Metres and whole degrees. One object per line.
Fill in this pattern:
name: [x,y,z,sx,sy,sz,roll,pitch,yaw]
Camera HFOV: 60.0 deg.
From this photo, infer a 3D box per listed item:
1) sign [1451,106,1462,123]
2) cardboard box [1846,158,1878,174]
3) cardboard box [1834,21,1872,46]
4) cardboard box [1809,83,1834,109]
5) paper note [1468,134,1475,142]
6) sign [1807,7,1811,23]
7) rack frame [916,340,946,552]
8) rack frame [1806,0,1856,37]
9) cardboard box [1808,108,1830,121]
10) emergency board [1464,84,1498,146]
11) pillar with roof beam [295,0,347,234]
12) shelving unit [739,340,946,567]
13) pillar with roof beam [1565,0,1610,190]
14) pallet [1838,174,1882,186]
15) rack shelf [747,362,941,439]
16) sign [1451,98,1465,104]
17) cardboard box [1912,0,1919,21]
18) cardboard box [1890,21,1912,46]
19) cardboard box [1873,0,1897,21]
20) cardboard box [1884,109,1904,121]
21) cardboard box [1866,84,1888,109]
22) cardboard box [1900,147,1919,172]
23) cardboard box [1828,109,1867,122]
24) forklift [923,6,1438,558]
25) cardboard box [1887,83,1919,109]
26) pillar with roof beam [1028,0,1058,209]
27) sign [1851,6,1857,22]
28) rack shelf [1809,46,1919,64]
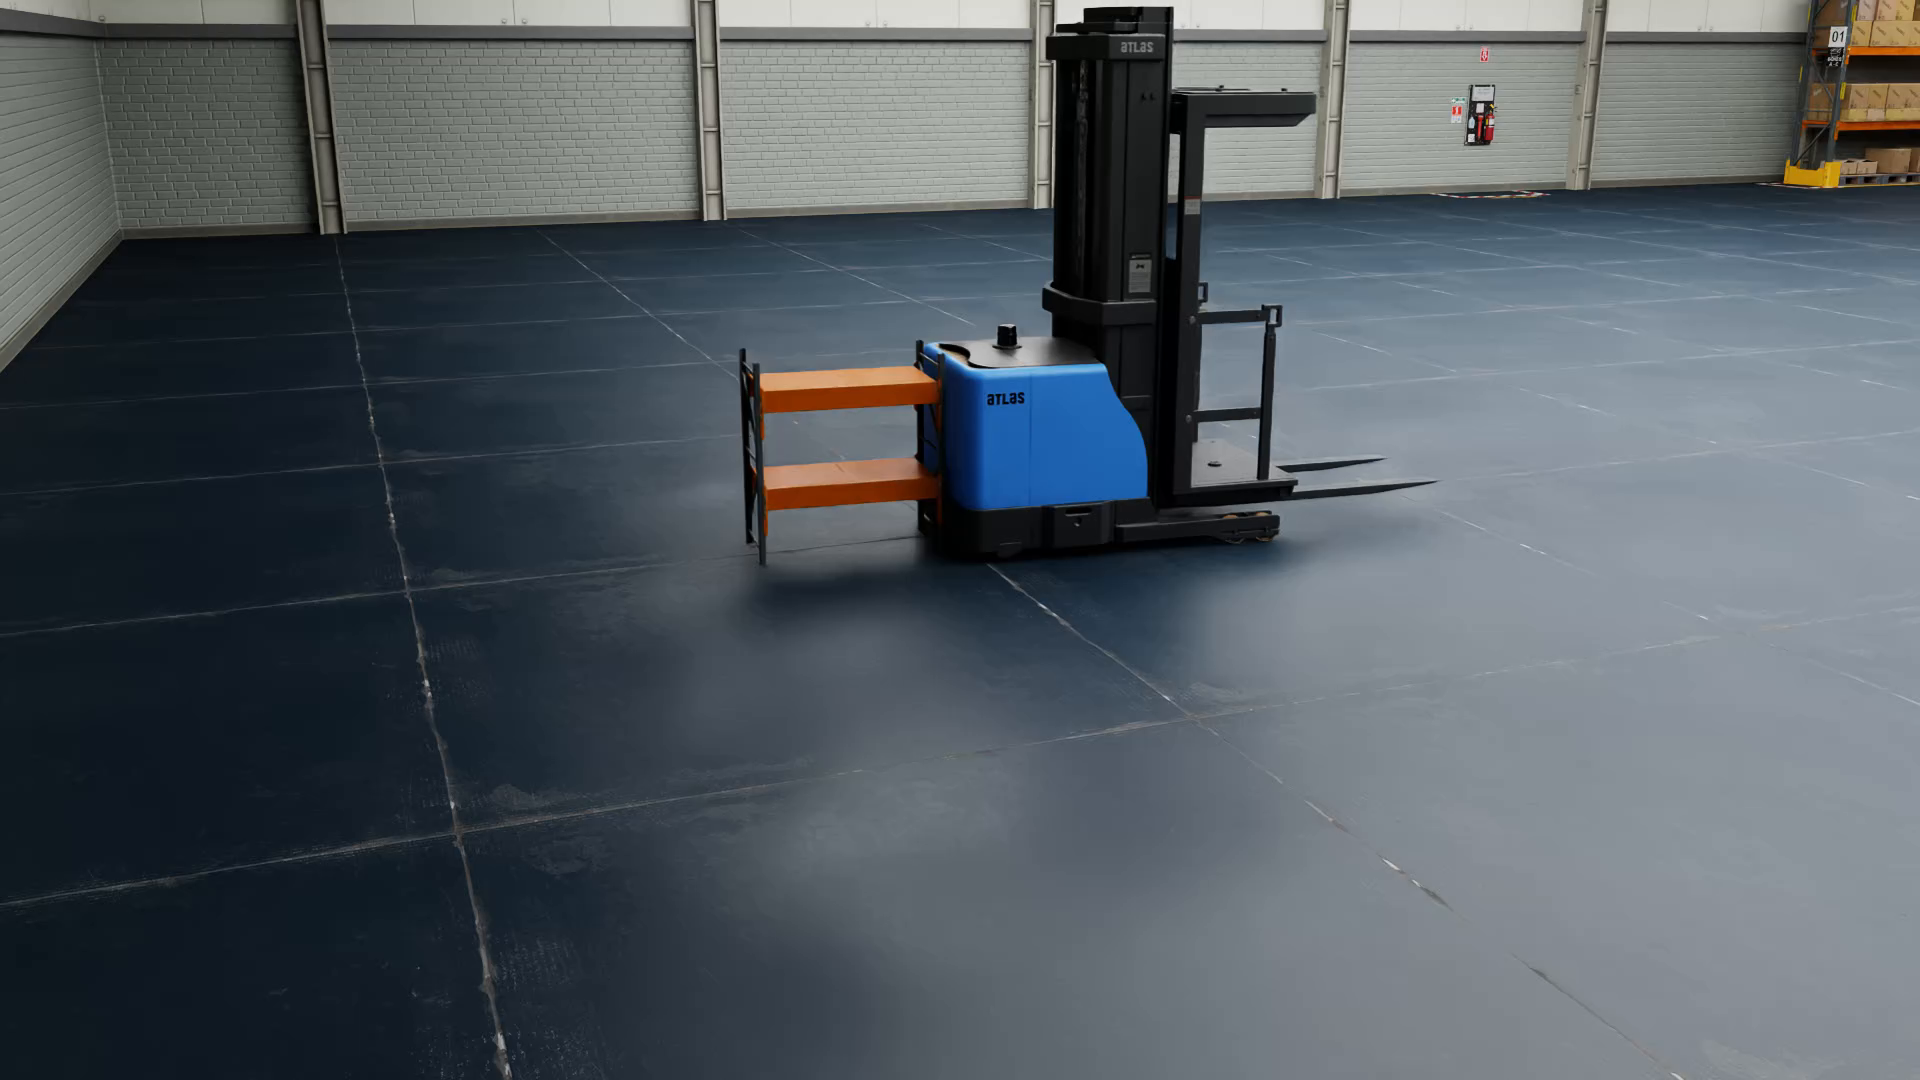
sign: [9.789,-8.388,32.776,0.234,0.329,0.001,-6,17,-20]
cardboard box: [19.133,-7.970,35.407,0.500,0.311,0.500,-5,17,-15]
cardboard box: [18.324,-10.410,34.189,0.500,0.500,0.500,-6,17,-19]
cardboard box: [18.287,-9.347,35.002,0.500,0.500,0.500,-6,18,-21]
paper note: [10.153,-7.977,33.004,0.142,0.148,0.016,-6,17,-20]
sign: [17.743,-10.958,34.694,0.005,0.325,0.100,-6,17,-20]
rack frame: [-0.166,-0.538,9.435,0.032,1.125,0.500,-5,17,-16]
rack frame: [17.923,-11.824,33.892,0.127,3.000,1.000,-6,17,-20]
cardboard box: [18.290,-8.981,35.090,0.500,0.250,0.500,-6,17,-19]
emergency board: [10.343,-8.400,32.879,0.643,1.169,0.194,-6,17,-20]
pillar with roof beam: [-8.207,-7.965,20.751,0.400,9.000,9.100,-6,17,-20]
shelving unit: [-0.654,-0.498,9.299,1.048,1.125,0.538,-5,17,-16]
pillar with roof beam: [14.204,-10.385,28.991,0.400,9.000,9.100,-6,17,-20]
pallet: [18.765,-7.688,35.404,1.213,0.211,1.003,-6,17,-20]
rack shelf: [-0.654,-0.779,9.217,1.000,0.278,0.538,-5,17,-16]
sign: [9.797,-8.641,32.695,0.331,0.109,0.001,-6,17,-20]
cardboard box: [20.295,-11.090,34.729,0.500,0.500,0.500,-7,18,-22]
cardboard box: [19.322,-10.509,34.523,0.500,0.500,0.500,-5,17,-18]
cardboard box: [18.856,-10.934,34.199,0.500,0.500,0.500,-6,18,-21]
cardboard box: [19.449,-8.955,35.000,0.500,0.250,0.500,-6,18,-21]
cardboard box: [18.941,-9.259,34.706,0.500,0.500,0.500,-6,17,-20]
cardboard box: [20.703,-8.246,36.009,0.500,0.500,0.500,-8,18,-24]
cardboard box: [18.492,-8.849,34.639,0.500,0.250,0.500,-7,18,-22]
forklift: [1.337,-1.520,9.574,3.031,2.935,1.130,-5,17,-16]
cardboard box: [19.903,-9.365,35.065,0.500,0.500,0.500,-6,17,-18]
pillar with roof beam: [2.999,-9.175,24.871,0.400,9.000,9.100,-6,17,-20]
sign: [18.117,-10.662,33.706,0.005,0.325,0.100,-6,17,-20]
rack shelf: [19.790,-10.241,35.103,4.000,0.370,1.077,-6,17,-20]
